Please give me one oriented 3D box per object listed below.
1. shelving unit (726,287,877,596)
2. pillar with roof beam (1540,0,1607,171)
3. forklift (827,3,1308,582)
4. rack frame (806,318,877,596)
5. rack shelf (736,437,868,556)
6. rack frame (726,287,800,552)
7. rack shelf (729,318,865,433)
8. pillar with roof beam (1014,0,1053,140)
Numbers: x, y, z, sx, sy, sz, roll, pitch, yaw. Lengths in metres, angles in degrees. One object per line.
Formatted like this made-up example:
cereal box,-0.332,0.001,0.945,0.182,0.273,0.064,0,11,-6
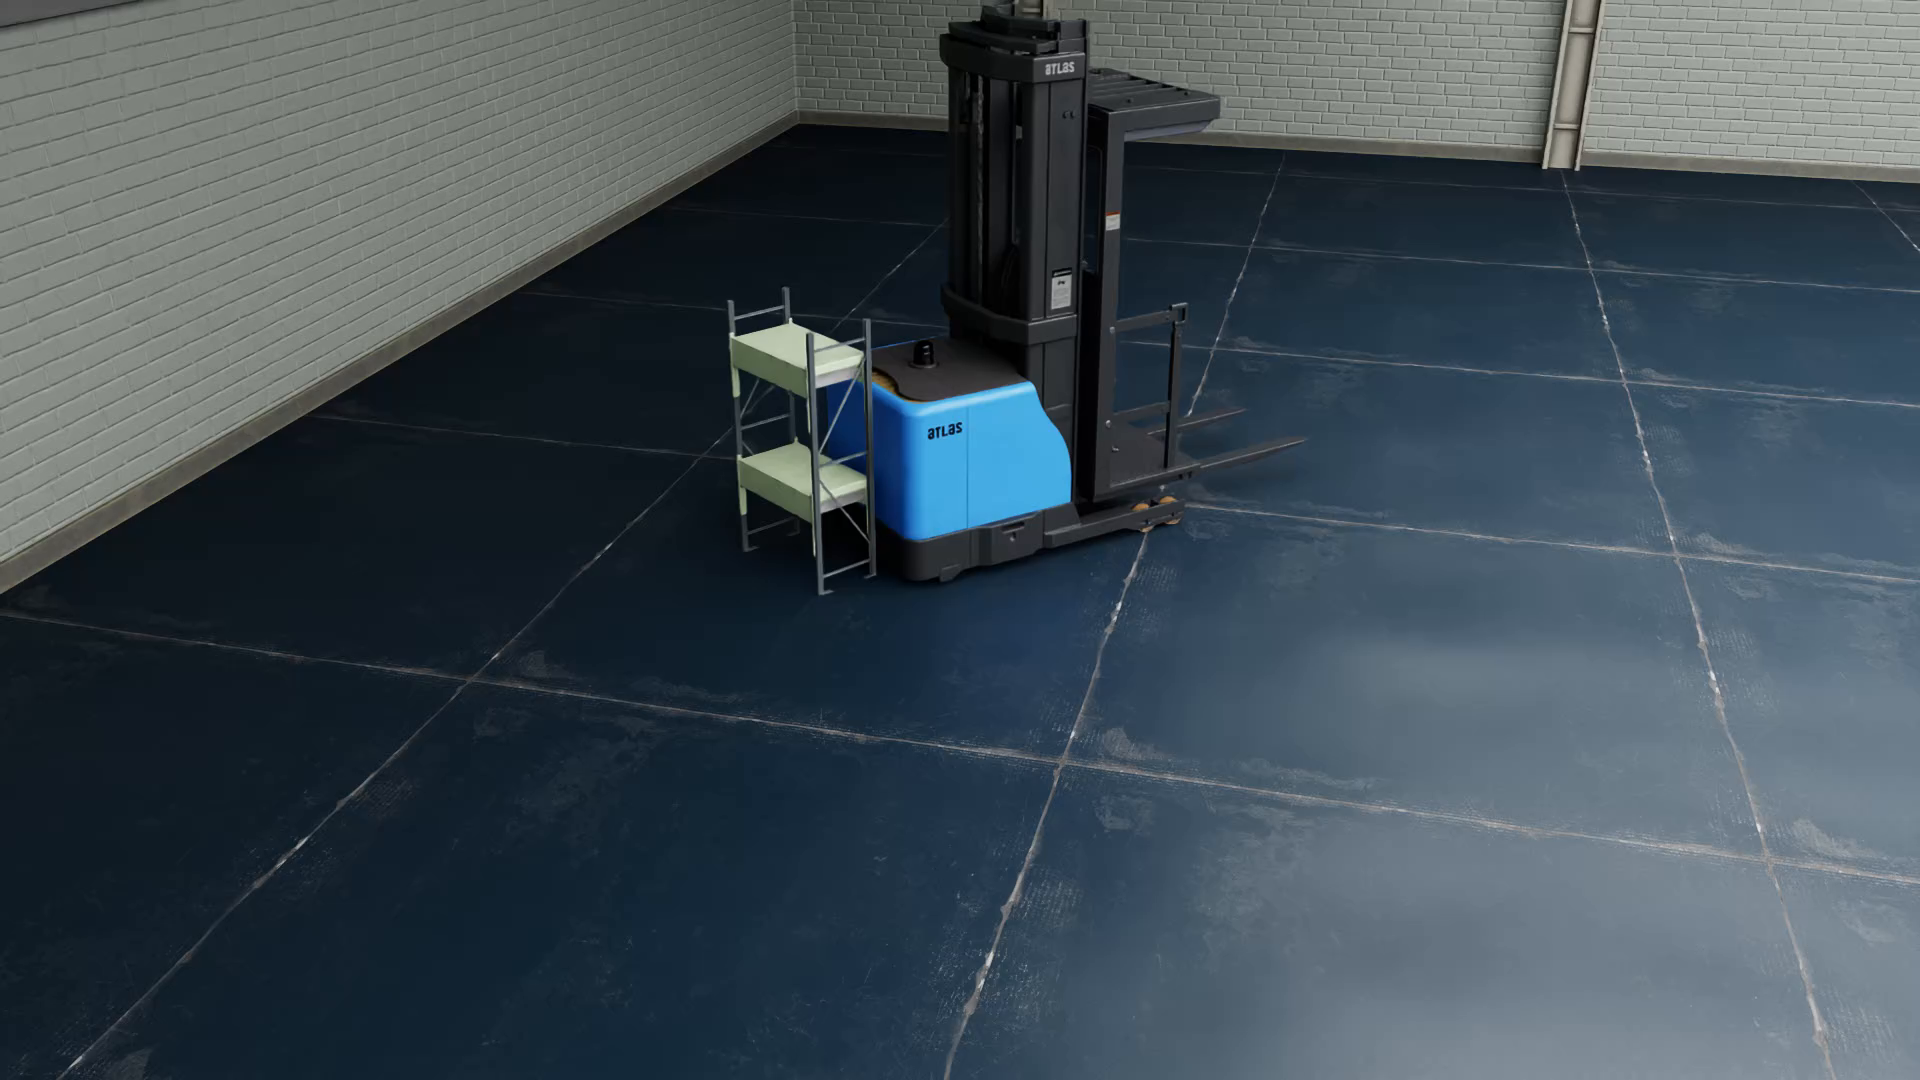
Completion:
shelving unit,-0.866,-0.547,9.154,0.431,1.500,0.755,-20,32,-36
pillar with roof beam,5.585,-6.418,12.763,0.400,9.000,9.100,6,26,13
forklift,0.751,-1.548,9.592,3.031,2.935,1.130,-15,29,-28
rack frame,-0.627,-0.427,8.903,0.400,1.500,0.023,-20,32,-36
rack shelf,-0.866,-0.252,9.294,0.431,0.370,0.720,-20,32,-36
rack frame,-1.104,-0.666,9.404,0.400,1.500,0.023,-20,32,-36
rack shelf,-0.866,-0.899,8.986,0.431,0.370,0.720,-20,32,-36
pillar with roof beam,-0.225,-7.061,14.112,0.400,9.000,9.100,6,26,13
